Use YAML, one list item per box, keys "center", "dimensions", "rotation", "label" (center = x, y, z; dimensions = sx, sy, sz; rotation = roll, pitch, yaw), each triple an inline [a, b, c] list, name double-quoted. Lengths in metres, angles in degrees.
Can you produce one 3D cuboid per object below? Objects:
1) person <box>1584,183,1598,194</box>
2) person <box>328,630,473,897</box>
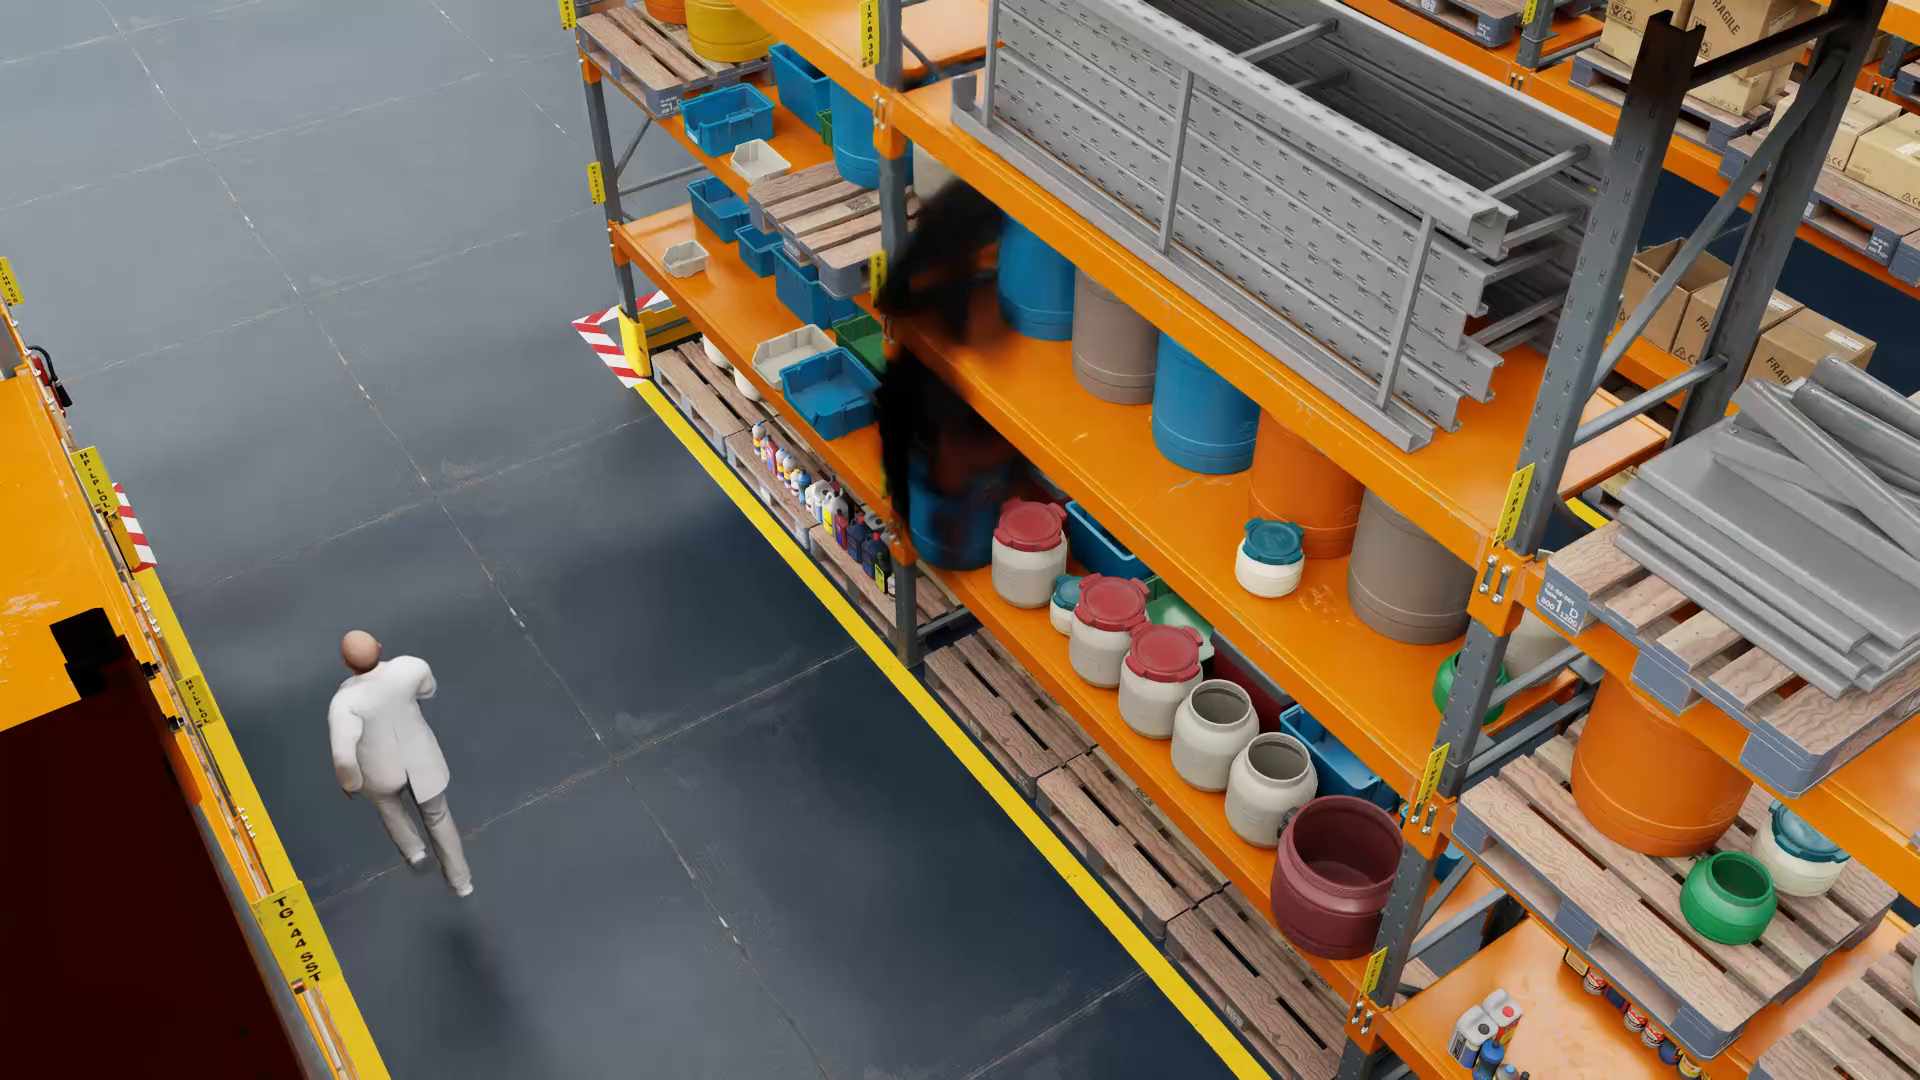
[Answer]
- center: [5.325, -2.921, 13.666]
  dimensions: [0.700, 1.719, 0.625]
  rotation: [-30, 50, -28]
  label: "person"
- center: [-2.986, 1.165, 8.798]
  dimensions: [0.668, 1.866, 0.858]
  rotation: [-29, 50, -27]
  label: "person"
